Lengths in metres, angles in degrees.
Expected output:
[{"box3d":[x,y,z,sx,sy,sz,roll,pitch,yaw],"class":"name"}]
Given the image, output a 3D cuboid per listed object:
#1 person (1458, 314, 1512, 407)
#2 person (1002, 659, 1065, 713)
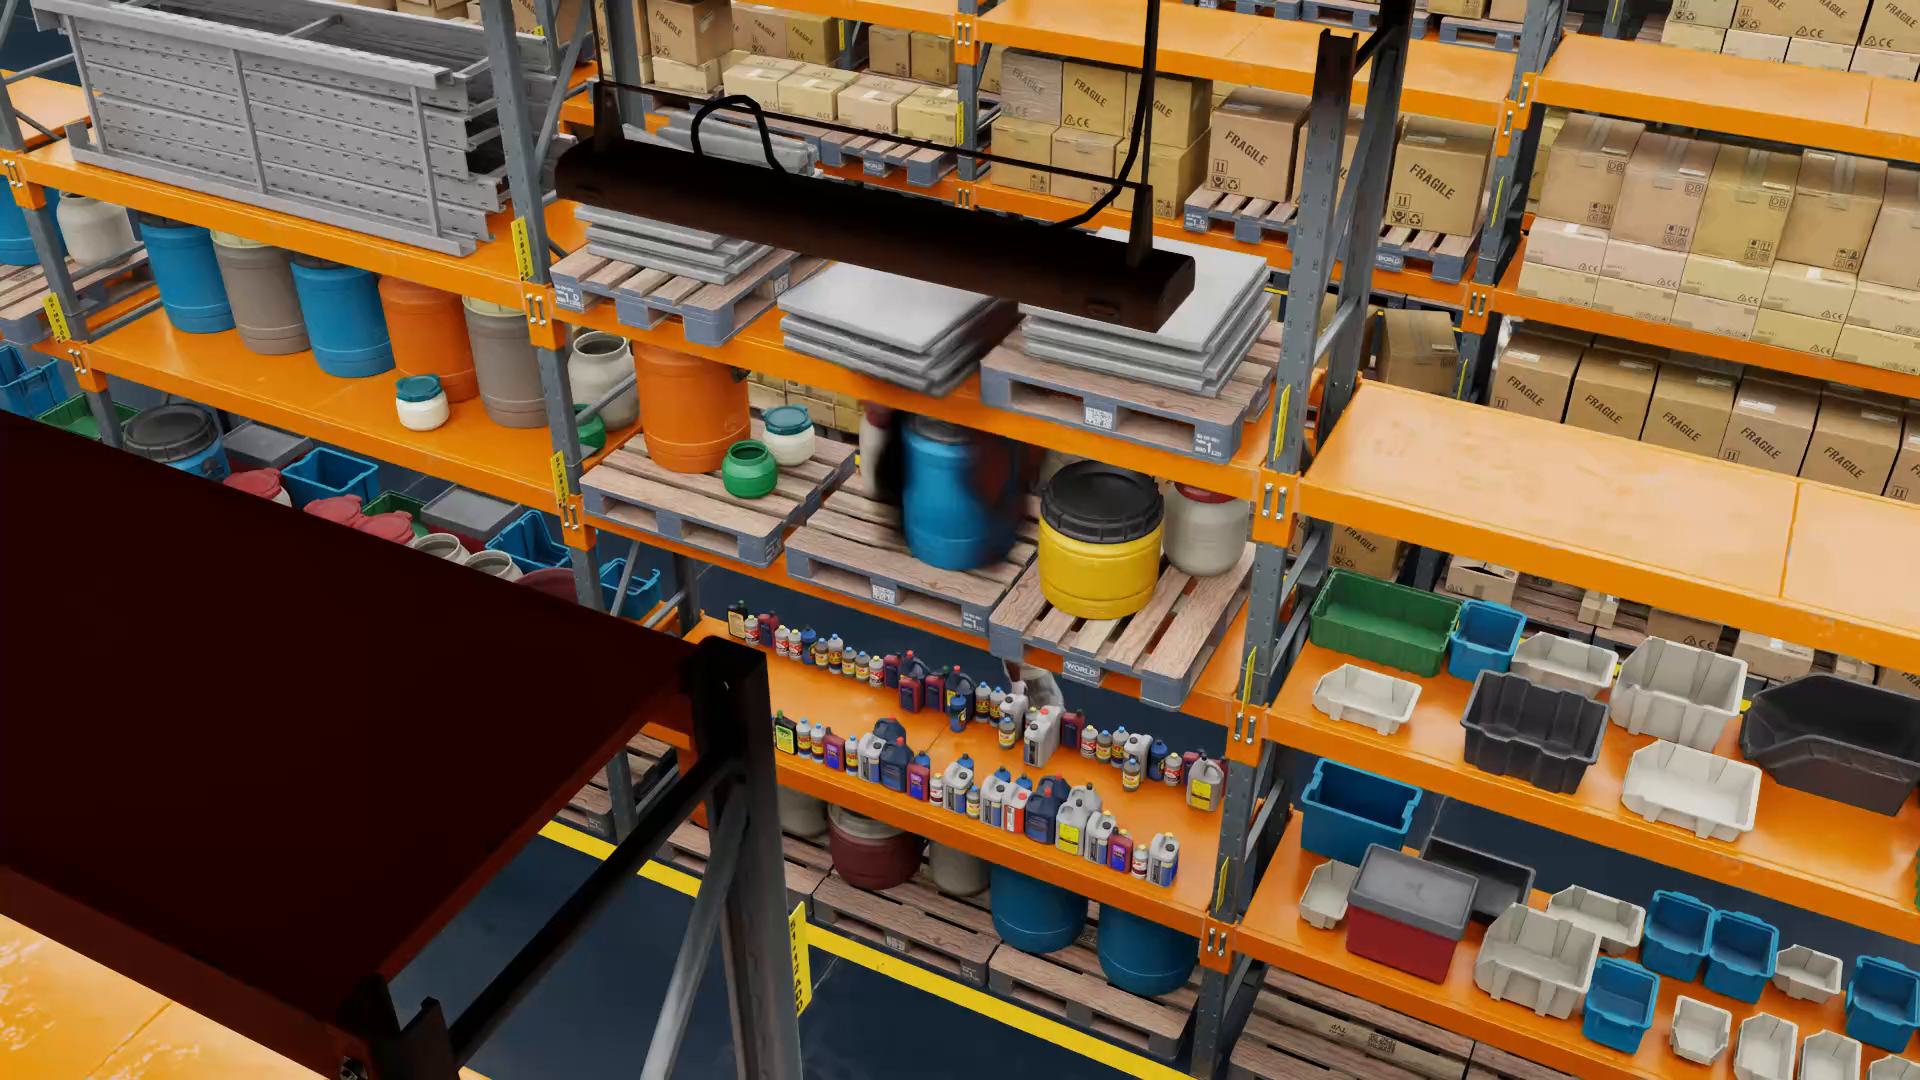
[{"box3d":[4.568,-1.399,14.390,0.818,1.731,0.653,19,39,25],"class":"person"},{"box3d":[0.472,0.818,11.112,0.478,1.771,0.564,0,35,0],"class":"person"}]
